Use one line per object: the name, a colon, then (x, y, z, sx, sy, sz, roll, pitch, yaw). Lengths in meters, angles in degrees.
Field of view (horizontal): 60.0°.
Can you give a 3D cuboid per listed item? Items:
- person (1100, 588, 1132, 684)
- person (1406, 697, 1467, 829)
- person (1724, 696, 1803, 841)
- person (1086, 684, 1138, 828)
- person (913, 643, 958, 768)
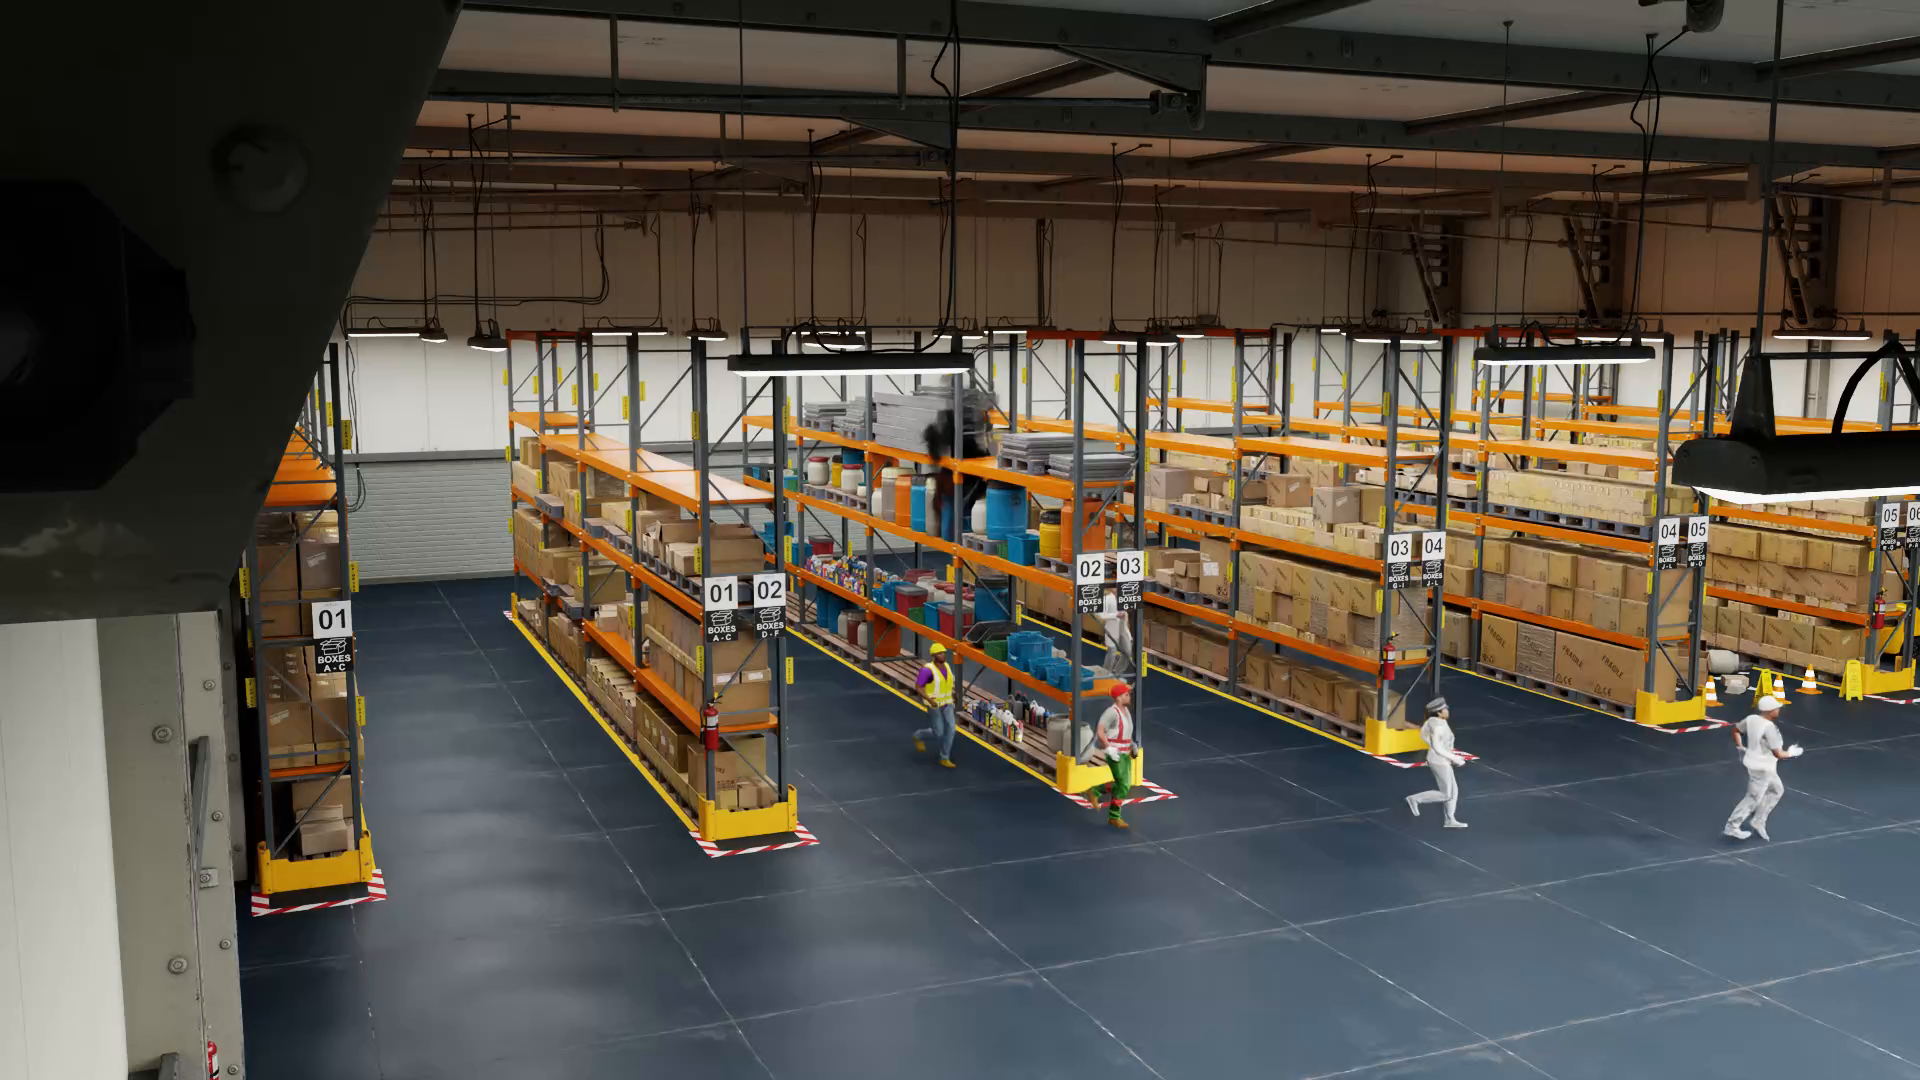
person: (2.700, 1.595, 28.484, 0.688, 1.814, 0.755, -4, 9, -29)
person: (5.890, 2.740, 20.506, 0.773, 1.657, 0.633, 1, 8, 5)
person: (9.632, 2.751, 19.941, 0.822, 1.809, 0.657, 1, 8, 10)
person: (1.921, 2.672, 20.835, 0.664, 1.737, 0.705, 5, 9, 32)
person: (-0.329, 2.308, 23.422, 0.698, 1.743, 0.778, -7, 10, -42)
